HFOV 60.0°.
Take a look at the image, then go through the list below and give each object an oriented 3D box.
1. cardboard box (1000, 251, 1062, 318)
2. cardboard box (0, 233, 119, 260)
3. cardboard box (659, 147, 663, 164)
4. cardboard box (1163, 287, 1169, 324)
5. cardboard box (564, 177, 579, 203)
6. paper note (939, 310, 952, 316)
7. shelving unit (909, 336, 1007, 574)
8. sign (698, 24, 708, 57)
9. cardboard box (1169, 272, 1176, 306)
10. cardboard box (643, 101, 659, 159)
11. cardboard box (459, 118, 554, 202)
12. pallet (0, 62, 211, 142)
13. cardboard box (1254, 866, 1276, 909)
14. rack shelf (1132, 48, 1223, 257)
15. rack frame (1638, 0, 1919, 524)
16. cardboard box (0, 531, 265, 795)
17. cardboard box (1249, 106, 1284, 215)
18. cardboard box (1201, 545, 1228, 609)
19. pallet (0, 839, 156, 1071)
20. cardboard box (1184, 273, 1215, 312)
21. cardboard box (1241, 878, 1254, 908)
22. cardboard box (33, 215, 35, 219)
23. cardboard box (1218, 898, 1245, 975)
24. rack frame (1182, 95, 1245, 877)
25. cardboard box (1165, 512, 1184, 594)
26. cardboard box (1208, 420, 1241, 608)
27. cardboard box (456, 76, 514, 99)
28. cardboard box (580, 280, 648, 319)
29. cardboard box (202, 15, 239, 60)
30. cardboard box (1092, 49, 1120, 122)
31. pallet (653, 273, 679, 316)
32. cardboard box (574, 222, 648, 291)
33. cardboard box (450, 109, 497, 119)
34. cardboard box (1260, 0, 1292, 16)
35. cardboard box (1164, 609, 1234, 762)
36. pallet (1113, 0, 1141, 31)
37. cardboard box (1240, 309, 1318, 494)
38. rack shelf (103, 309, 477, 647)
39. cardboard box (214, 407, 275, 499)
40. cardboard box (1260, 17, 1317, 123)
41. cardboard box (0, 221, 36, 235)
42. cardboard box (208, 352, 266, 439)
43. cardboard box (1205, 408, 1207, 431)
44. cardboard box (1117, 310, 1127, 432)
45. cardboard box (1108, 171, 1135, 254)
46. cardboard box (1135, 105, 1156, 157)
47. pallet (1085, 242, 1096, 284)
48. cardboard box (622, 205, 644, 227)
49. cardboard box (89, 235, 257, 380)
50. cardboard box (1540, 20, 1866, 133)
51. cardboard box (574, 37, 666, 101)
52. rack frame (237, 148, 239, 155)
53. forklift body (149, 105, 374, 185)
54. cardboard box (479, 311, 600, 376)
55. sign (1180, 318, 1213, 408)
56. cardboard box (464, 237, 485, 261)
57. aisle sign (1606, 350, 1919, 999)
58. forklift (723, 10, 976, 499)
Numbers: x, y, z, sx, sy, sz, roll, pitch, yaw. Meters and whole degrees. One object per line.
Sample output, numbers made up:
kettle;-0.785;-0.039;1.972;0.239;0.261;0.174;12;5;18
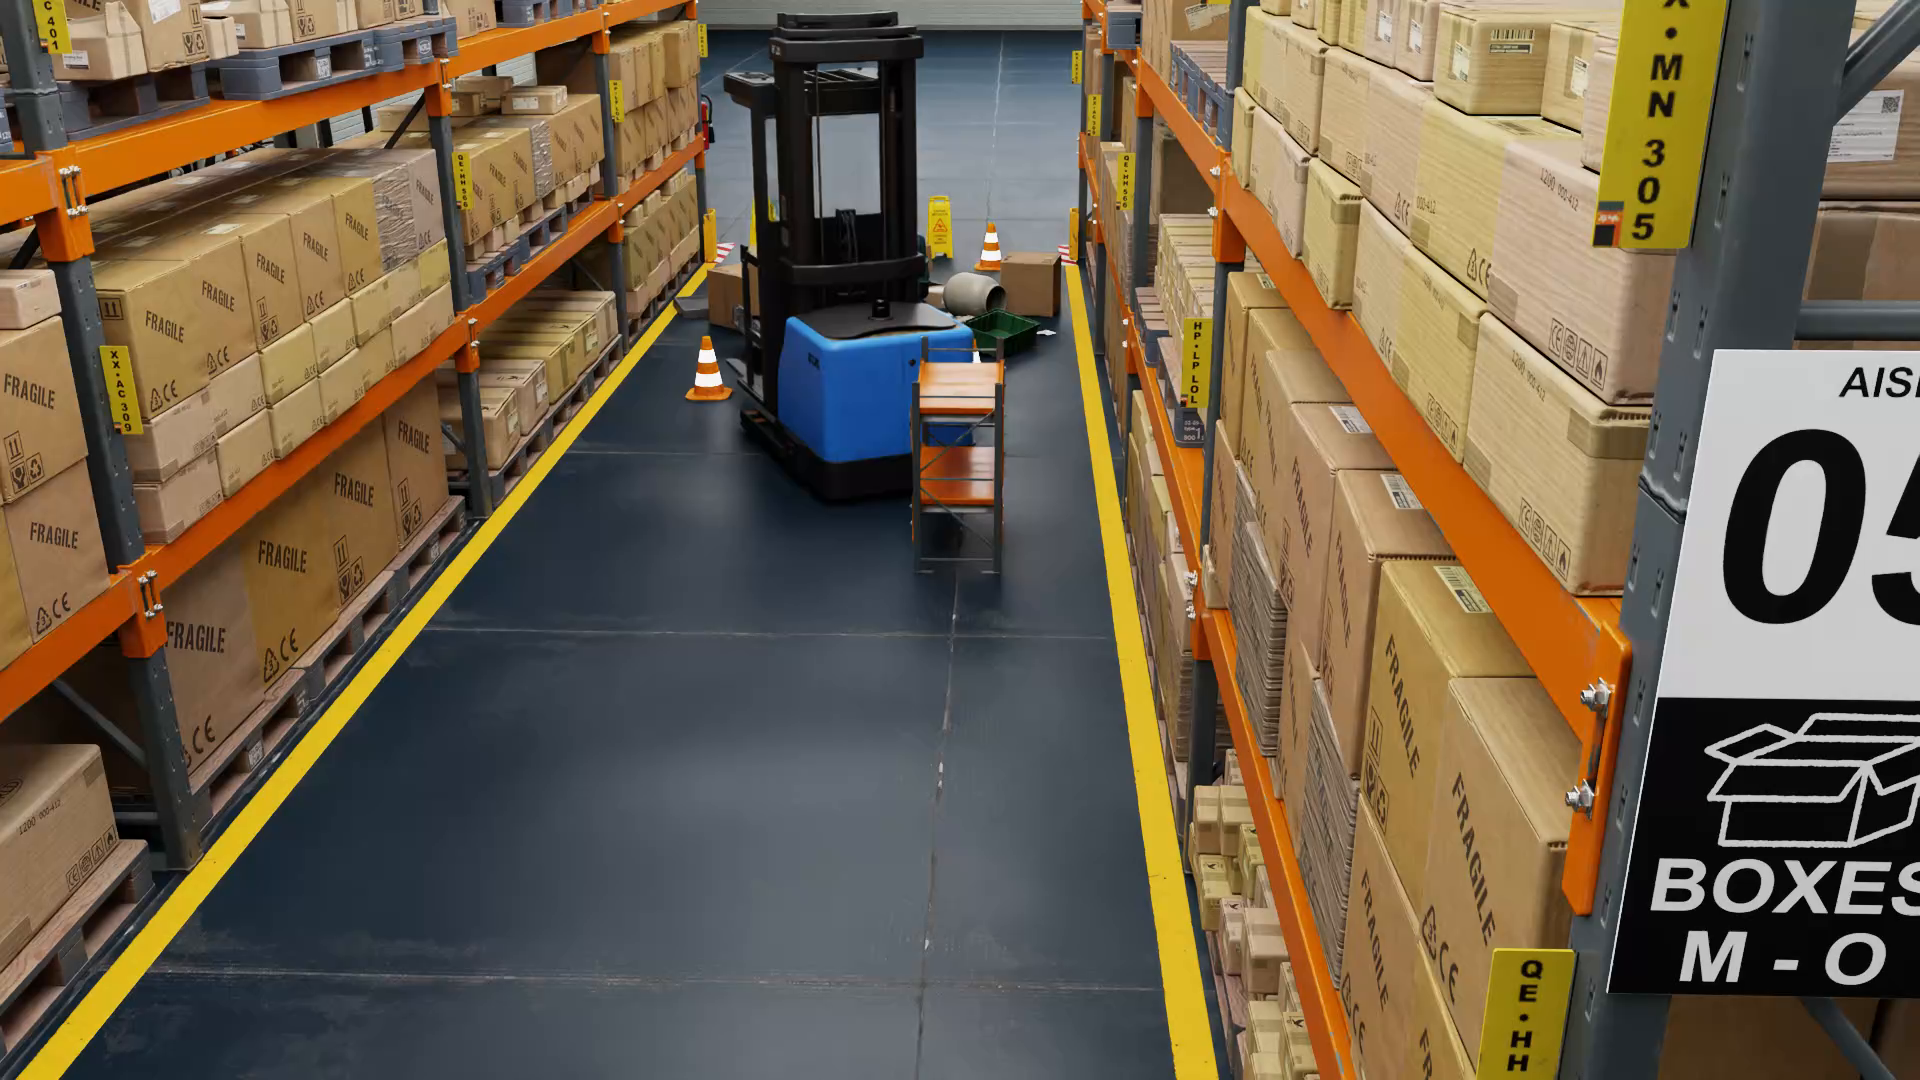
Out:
cardboard box;0.658;-2.383;15.476;0.500;0.500;0.500;4;22;11
cardboard box;-3.787;-0.964;6.847;0.500;0.500;0.500;1;21;3
cardboard box;-2.956;-3.540;15.353;0.380;0.149;0.250;1;21;1
cardboard box;1.283;-1.253;8.879;0.380;0.149;0.250;2;21;4
cardboard box;-3.056;-2.601;12.354;0.380;0.149;0.250;1;21;2
paper note;-0.152;-2.098;15.405;0.172;0.023;0.155;8;23;20
shelving unit;0.000;-0.522;9.819;0.538;1.125;1.048;1;21;2
sign;-2.639;-5.113;17.022;0.100;0.325;0.005;1;21;2
cardboard box;1.281;-1.288;8.556;0.380;0.149;0.250;1;21;2
cardboard box;-3.002;-3.697;14.861;0.500;0.500;0.500;0;21;1
cardboard box;-3.150;-2.649;11.579;0.500;0.500;0.500;0;21;0
pallet;-3.579;-1.741;6.488;0.805;0.209;1.217;0;21;-1
cardboard box;1.164;1.181;5.376;0.380;0.149;0.250;0;21;0
rack shelf;1.454;-1.868;7.546;1.077;0.370;4.000;1;21;2
rack frame;1.271;-1.433;1.282;1.000;3.000;0.127;1;21;2
cardboard box;-3.619;0.470;7.029;0.875;0.875;0.875;1;21;3
cardboard box;1.109;-1.065;4.688;0.500;0.250;0.500;0;21;1
cardboard box;1.057;0.134;5.885;0.380;0.149;0.250;1;21;4
pallet;-3.659;1.474;5.939;1.003;0.211;1.213;1;21;2
cardboard box;1.257;-1.154;7.801;0.380;0.149;0.250;0;21;1
cardboard box;1.173;1.221;5.685;0.380;0.149;0.250;1;21;1
cardboard box;-8.454;-2.789;14.910;0.500;0.250;0.500;0;21;1
cardboard box;1.097;1.366;5.723;0.380;0.149;0.250;1;21;1
rack frame;1.393;-0.082;6.094;1.000;3.000;0.127;1;21;2
cardboard box;1.192;0.080;7.515;0.500;0.250;0.500;2;21;4
cardboard box;1.126;-0.091;5.568;0.500;0.500;0.500;0;21;1
cardboard box;-3.682;-3.510;12.902;0.380;0.149;0.250;1;21;1
cardboard box;-3.027;-2.117;14.559;0.500;0.250;0.500;0;21;-1
cardboard box;-3.170;-2.039;6.733;0.380;0.166;0.250;-1;21;-2
cardboard box;1.582;-3.881;14.185;0.875;0.550;0.550;1;21;2
pallet;-3.295;-2.378;15.866;1.003;0.211;1.213;1;21;2
cardboard box;-3.027;-2.467;14.423;0.500;0.500;0.500;2;21;4
cardboard box;-3.659;-2.848;12.092;0.500;0.500;0.500;1;21;1
cardboard box;1.100;-1.629;4.899;0.380;0.149;0.250;0;21;-1
cardboard box;1.164;0.617;7.167;0.500;0.500;0.500;0;21;1
pallet;1.512;-3.477;10.957;1.003;0.211;1.213;2;21;4
cardboard box;1.135;-0.386;4.945;0.500;0.500;0.500;0;21;0
rack shelf;-3.497;-0.488;8.134;1.077;0.370;4.000;1;21;2
cardboard box;-3.266;-0.374;7.052;0.500;0.250;0.500;0;21;0
cardboard box;1.118;-1.292;4.582;0.500;0.250;0.500;1;21;1
cardboard box;-7.948;-2.597;14.415;0.500;0.250;0.500;0;21;1
cardboard box;-3.275;-0.608;6.966;0.500;0.250;0.500;1;21;2
cardboard box;1.224;-0.491;6.914;0.380;0.149;0.250;1;21;1
cardboard box;1.646;-1.211;11.532;1.050;0.750;0.750;1;21;2
cardboard box;1.303;-2.287;11.639;0.500;0.500;0.500;1;21;2
cardboard box;1.581;-2.757;11.467;0.700;0.500;0.500;0;21;1
pallet;1.812;-2.831;17.034;1.003;0.211;1.213;1;21;2
cardboard box;-2.963;-2.814;14.421;0.380;0.149;0.250;1;21;2
cardboard box;-3.269;-0.953;6.818;0.500;0.500;0.500;1;21;1
cardboard box;1.100;-0.688;2.473;0.380;0.149;0.250;0;21;0
cardboard box;-3.005;-4.167;14.689;0.700;0.500;0.500;0;21;0
rack frame;-8.154;-4.492;17.460;1.000;3.000;0.127;1;21;2
forklift body;-6.389;-3.391;15.795;2.313;2.155;1.214;1;21;2
cardboard box;-3.347;-1.514;12.836;0.950;0.372;0.625;2;21;5
sign;0.838;-0.627;5.897;0.100;0.325;0.005;1;21;2
cardboard box;-3.198;-1.842;10.397;0.380;0.149;0.250;-1;21;-2
aisle sign;0.969;0.175;1.837;0.394;0.787;0.004;1;21;2
forklift;-0.938;-2.125;11.453;1.130;2.935;3.031;-9;23;-21
